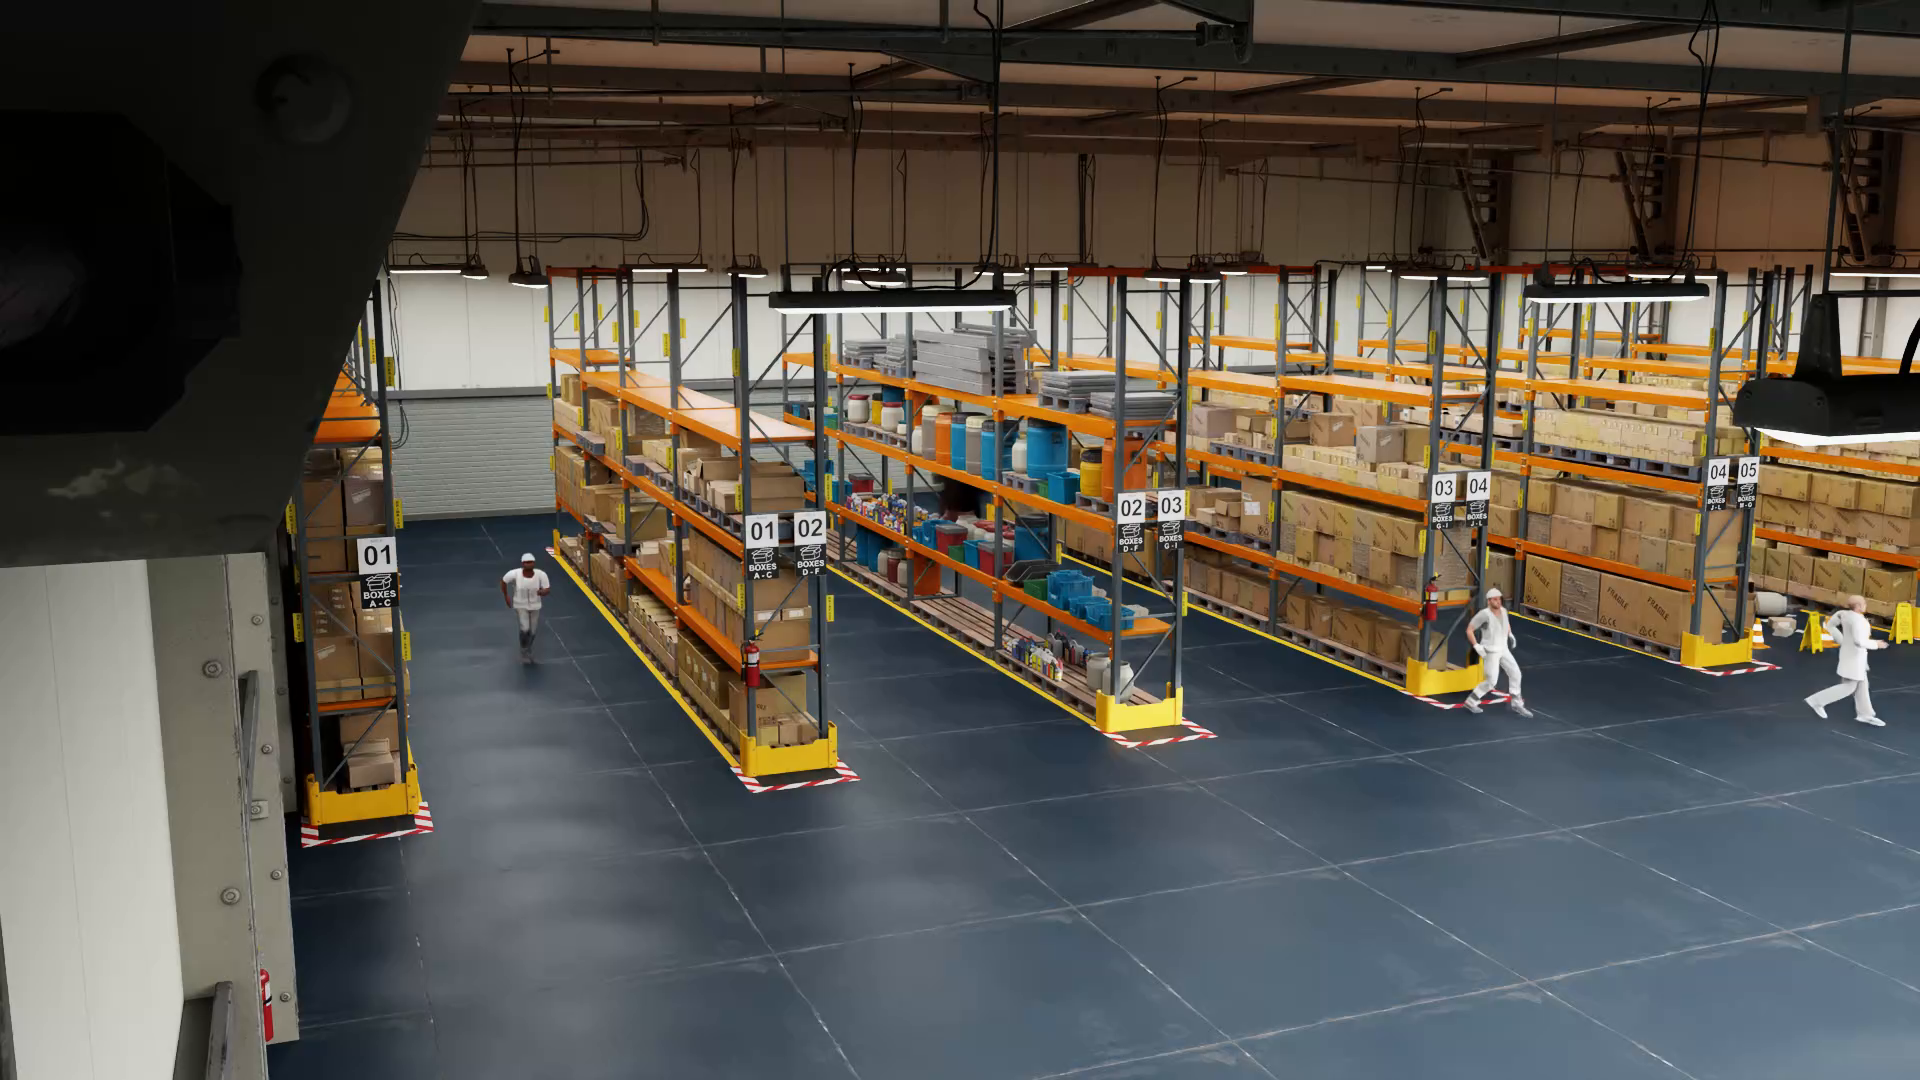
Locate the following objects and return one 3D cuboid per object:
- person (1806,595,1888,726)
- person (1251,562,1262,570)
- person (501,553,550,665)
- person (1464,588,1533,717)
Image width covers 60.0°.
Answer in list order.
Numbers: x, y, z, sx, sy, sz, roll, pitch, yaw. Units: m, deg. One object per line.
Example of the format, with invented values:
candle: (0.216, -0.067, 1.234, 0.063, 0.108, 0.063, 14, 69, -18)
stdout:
person: (11.916, 1.613, 22.262, 1.043, 1.790, 0.710, 2, 10, 12)
person: (5.766, 0.036, 31.846, 0.607, 1.616, 0.618, -3, 10, -18)
person: (-6.653, 1.048, 25.589, 0.677, 1.738, 0.766, -5, 11, -27)
person: (7.358, 1.548, 22.704, 0.812, 1.773, 0.714, -8, 13, -38)
